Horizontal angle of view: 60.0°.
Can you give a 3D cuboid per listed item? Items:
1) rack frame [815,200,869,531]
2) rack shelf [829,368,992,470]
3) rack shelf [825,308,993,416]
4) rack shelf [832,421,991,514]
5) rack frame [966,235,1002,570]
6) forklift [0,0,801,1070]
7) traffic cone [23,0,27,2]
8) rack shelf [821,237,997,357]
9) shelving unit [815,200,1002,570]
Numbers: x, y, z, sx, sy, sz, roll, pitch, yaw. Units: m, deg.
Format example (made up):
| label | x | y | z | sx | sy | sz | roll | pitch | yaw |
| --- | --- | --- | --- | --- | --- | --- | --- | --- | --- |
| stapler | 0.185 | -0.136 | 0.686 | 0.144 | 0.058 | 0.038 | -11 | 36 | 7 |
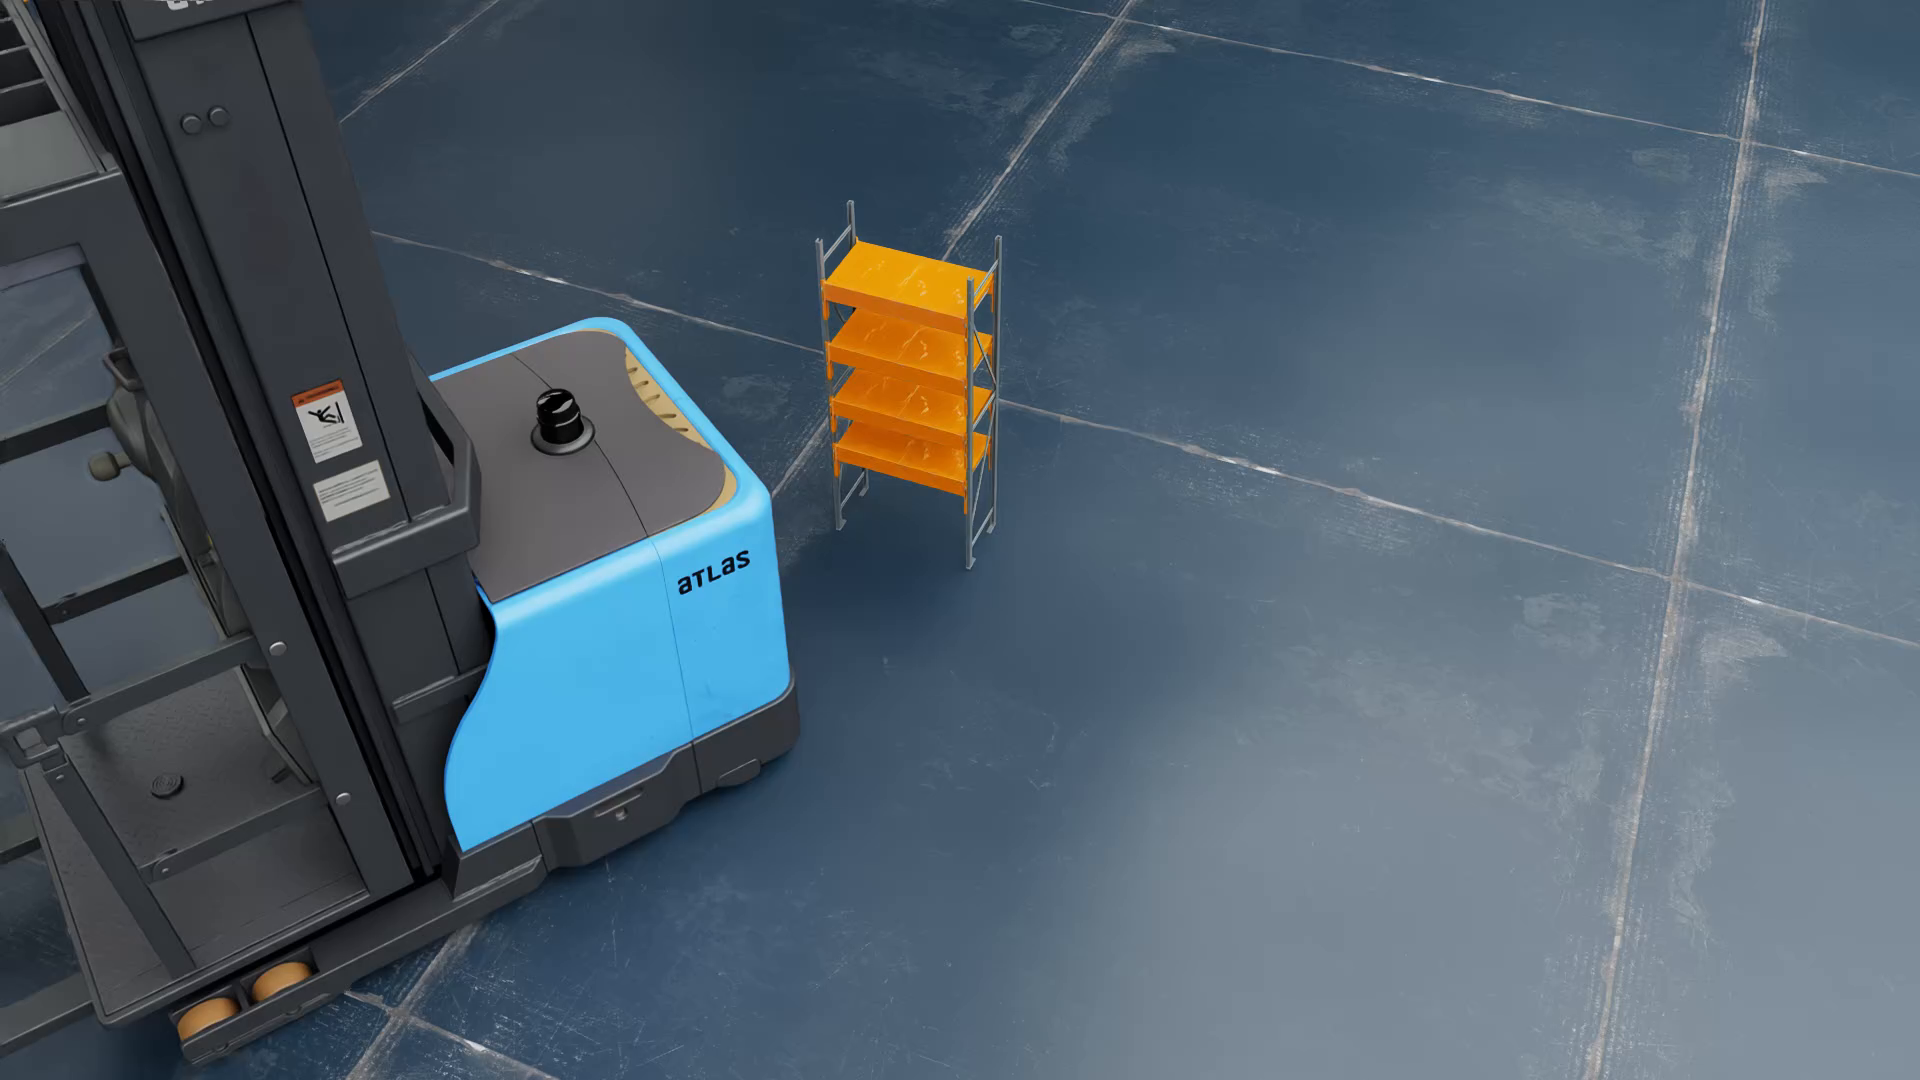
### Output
| label | x | y | z | sx | sy | sz | roll | pitch | yaw |
| --- | --- | --- | --- | --- | --- | --- | --- | --- | --- |
| rack frame | -0.378 | -0.537 | 5.439 | 0.015 | 1.200 | 0.240 | 16 | 47 | 16 |
| rack shelf | -0.153 | -0.423 | 5.419 | 0.480 | 0.148 | 0.258 | 16 | 47 | 16 |
| rack shelf | -0.153 | -0.581 | 5.262 | 0.480 | 0.148 | 0.258 | 16 | 47 | 16 |
| rack shelf | -0.153 | -0.282 | 5.559 | 0.480 | 0.148 | 0.258 | 16 | 47 | 16 |
| rack frame | 0.072 | -0.404 | 5.305 | 0.015 | 1.200 | 0.240 | 16 | 47 | 16 |
| forklift | -1.996 | -0.103 | 3.775 | 3.031 | 2.935 | 1.130 | -25 | 50 | -23 |
| traffic cone | -4.929 | -2.992 | 8.429 | 0.334 | 0.463 | 0.336 | 16 | 47 | 16 |
| rack shelf | -0.153 | -0.749 | 5.095 | 0.480 | 0.148 | 0.258 | 16 | 47 | 16 |
| shelving unit | -0.153 | -0.470 | 5.372 | 0.503 | 1.200 | 0.258 | 16 | 47 | 16 |
